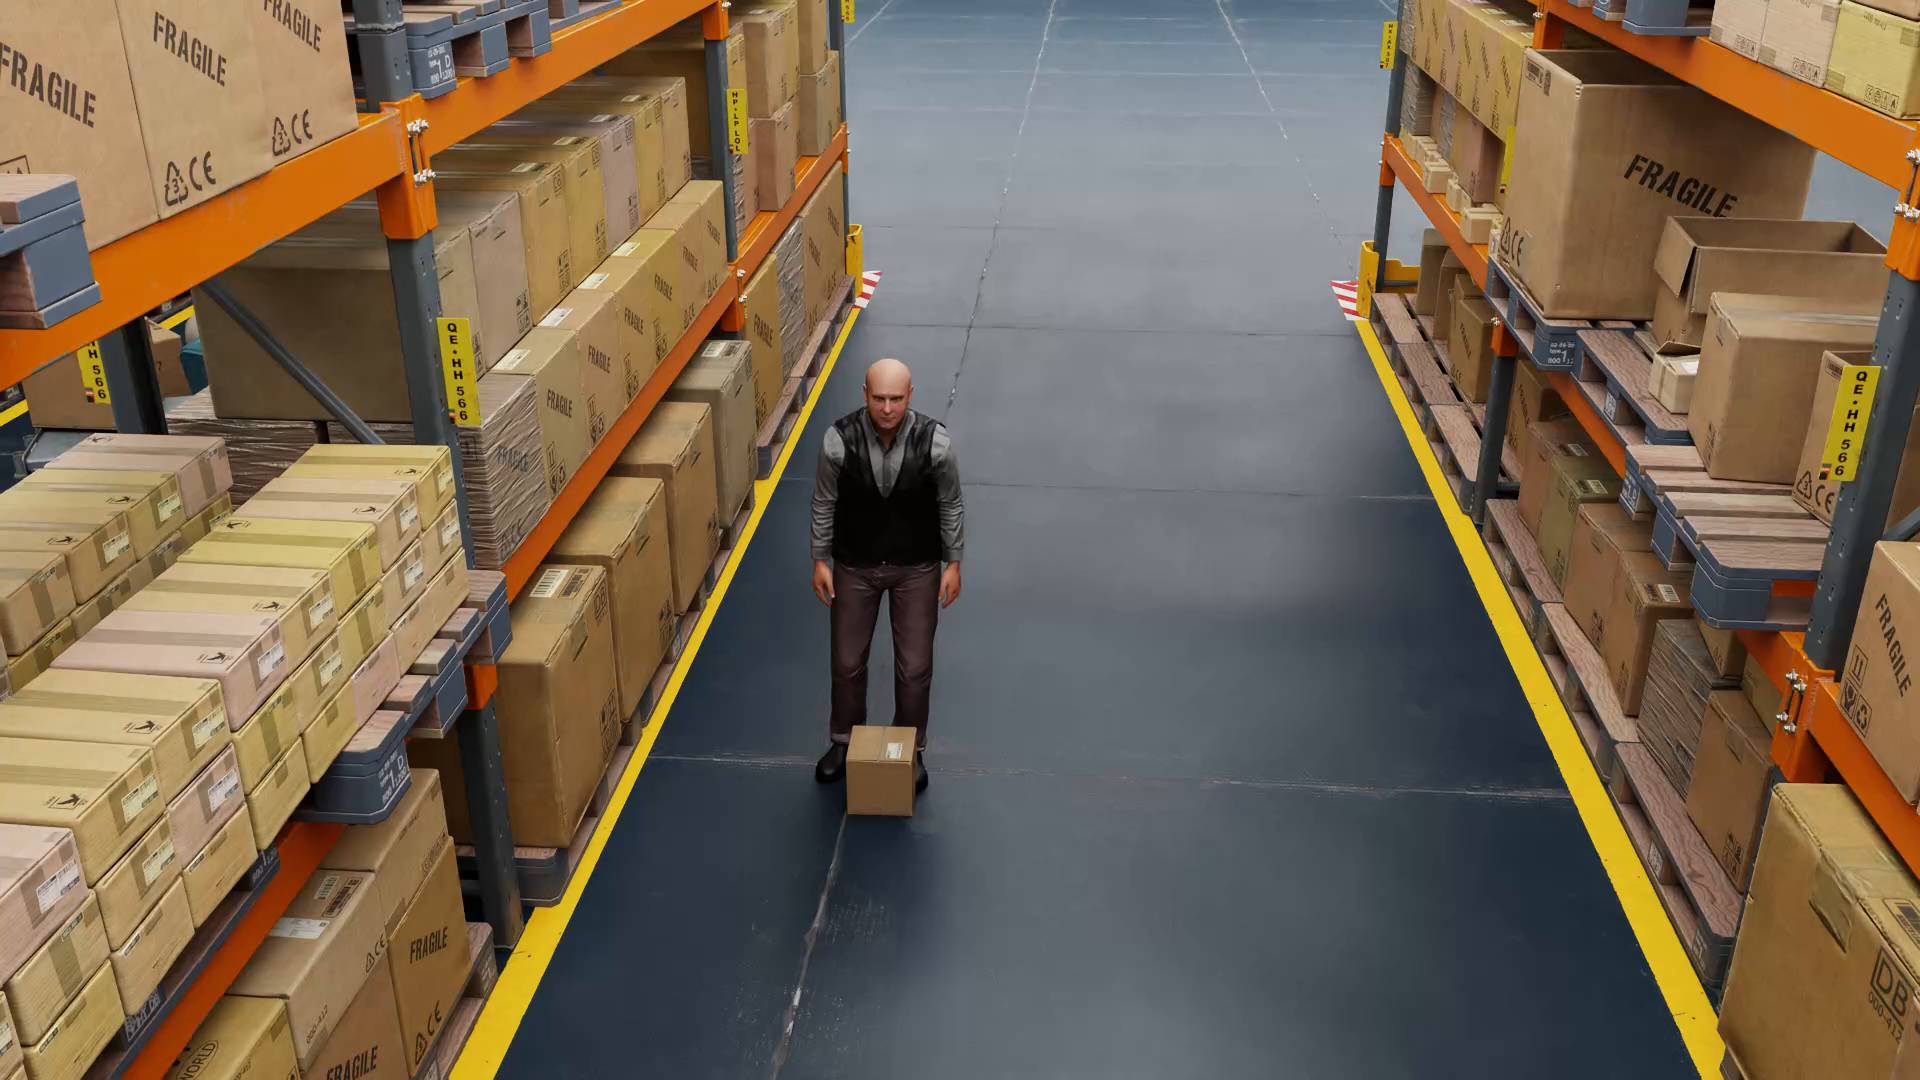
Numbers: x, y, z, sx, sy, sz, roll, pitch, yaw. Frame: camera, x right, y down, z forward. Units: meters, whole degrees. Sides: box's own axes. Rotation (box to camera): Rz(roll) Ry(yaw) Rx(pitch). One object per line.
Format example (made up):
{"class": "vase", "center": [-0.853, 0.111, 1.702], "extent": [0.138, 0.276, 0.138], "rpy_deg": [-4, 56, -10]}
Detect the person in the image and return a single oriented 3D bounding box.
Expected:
{"class": "person", "center": [-0.280, 0.119, 6.370], "extent": [0.594, 1.722, 0.469], "rpy_deg": [1, 24, 1]}
